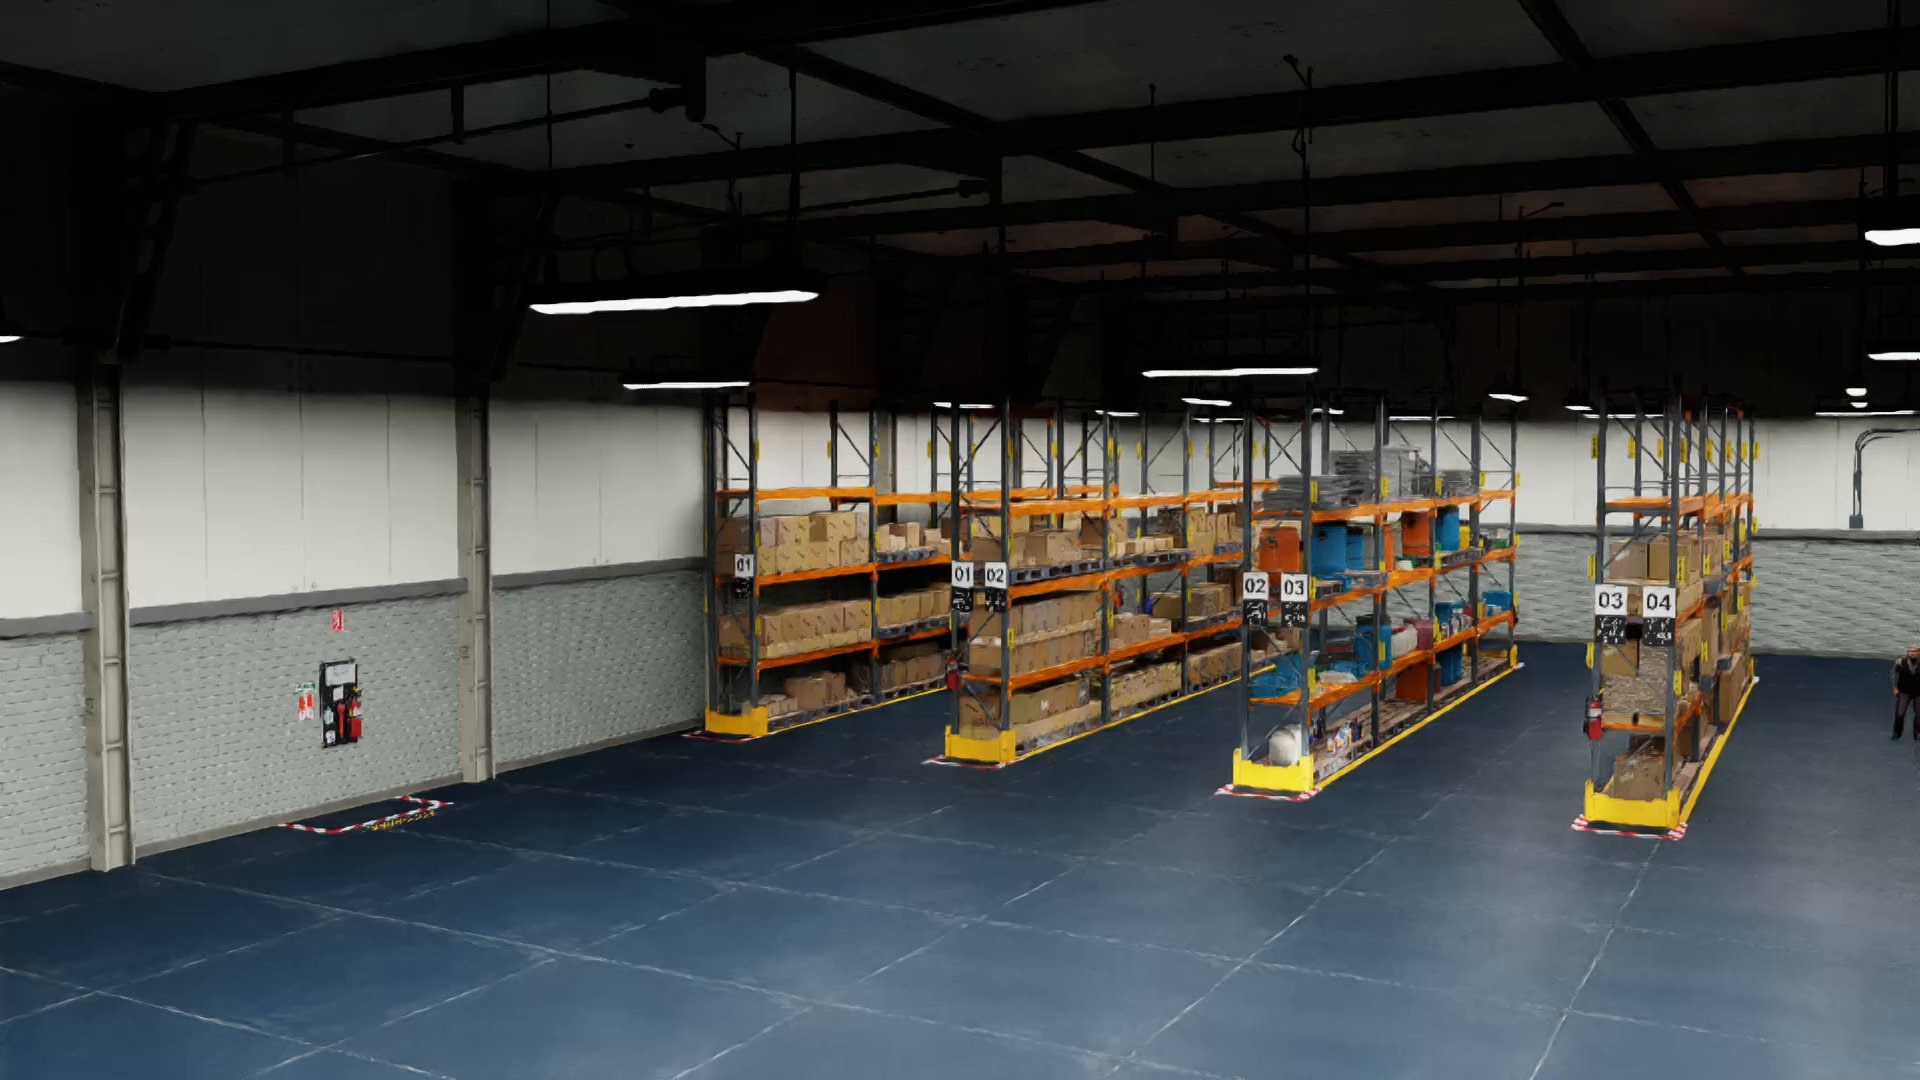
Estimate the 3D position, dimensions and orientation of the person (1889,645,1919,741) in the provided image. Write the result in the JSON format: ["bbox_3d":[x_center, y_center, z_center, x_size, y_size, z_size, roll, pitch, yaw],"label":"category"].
[{"bbox_3d":[16.373,2.627,28.615,0.677,1.674,0.534,2,3,27],"label":"person"}]

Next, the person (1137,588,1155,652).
[{"bbox_3d":[4.658,1.983,41.208,0.592,1.604,0.513,2,3,26],"label":"person"}]
